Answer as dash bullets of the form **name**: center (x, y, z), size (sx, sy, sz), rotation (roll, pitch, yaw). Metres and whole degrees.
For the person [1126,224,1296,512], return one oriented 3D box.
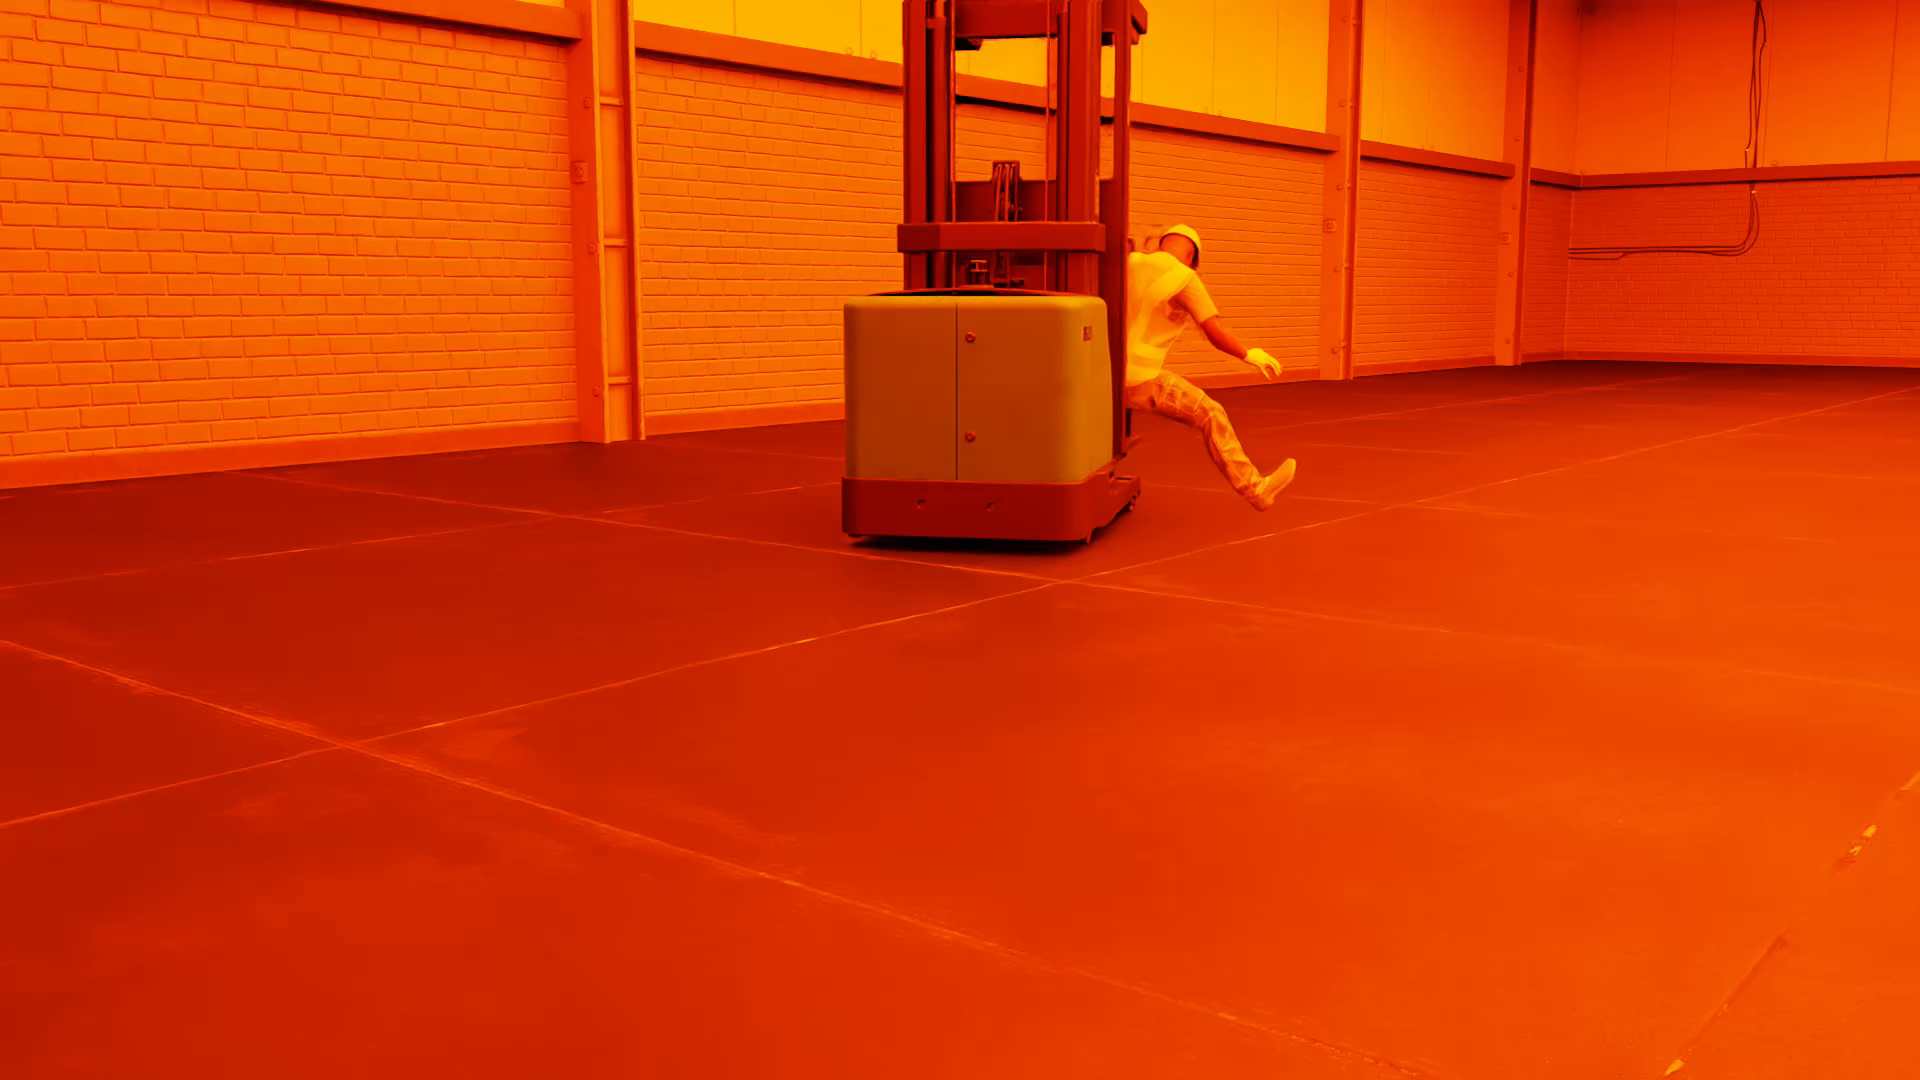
- **person**: center (0.983, -0.881, 8.420), size (0.886, 1.412, 1.276), rotation (-5, 10, -29)

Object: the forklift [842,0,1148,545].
- **forklift**: center (0.321, -1.602, 8.227), size (1.130, 2.935, 3.031), rotation (2, 9, 13)
